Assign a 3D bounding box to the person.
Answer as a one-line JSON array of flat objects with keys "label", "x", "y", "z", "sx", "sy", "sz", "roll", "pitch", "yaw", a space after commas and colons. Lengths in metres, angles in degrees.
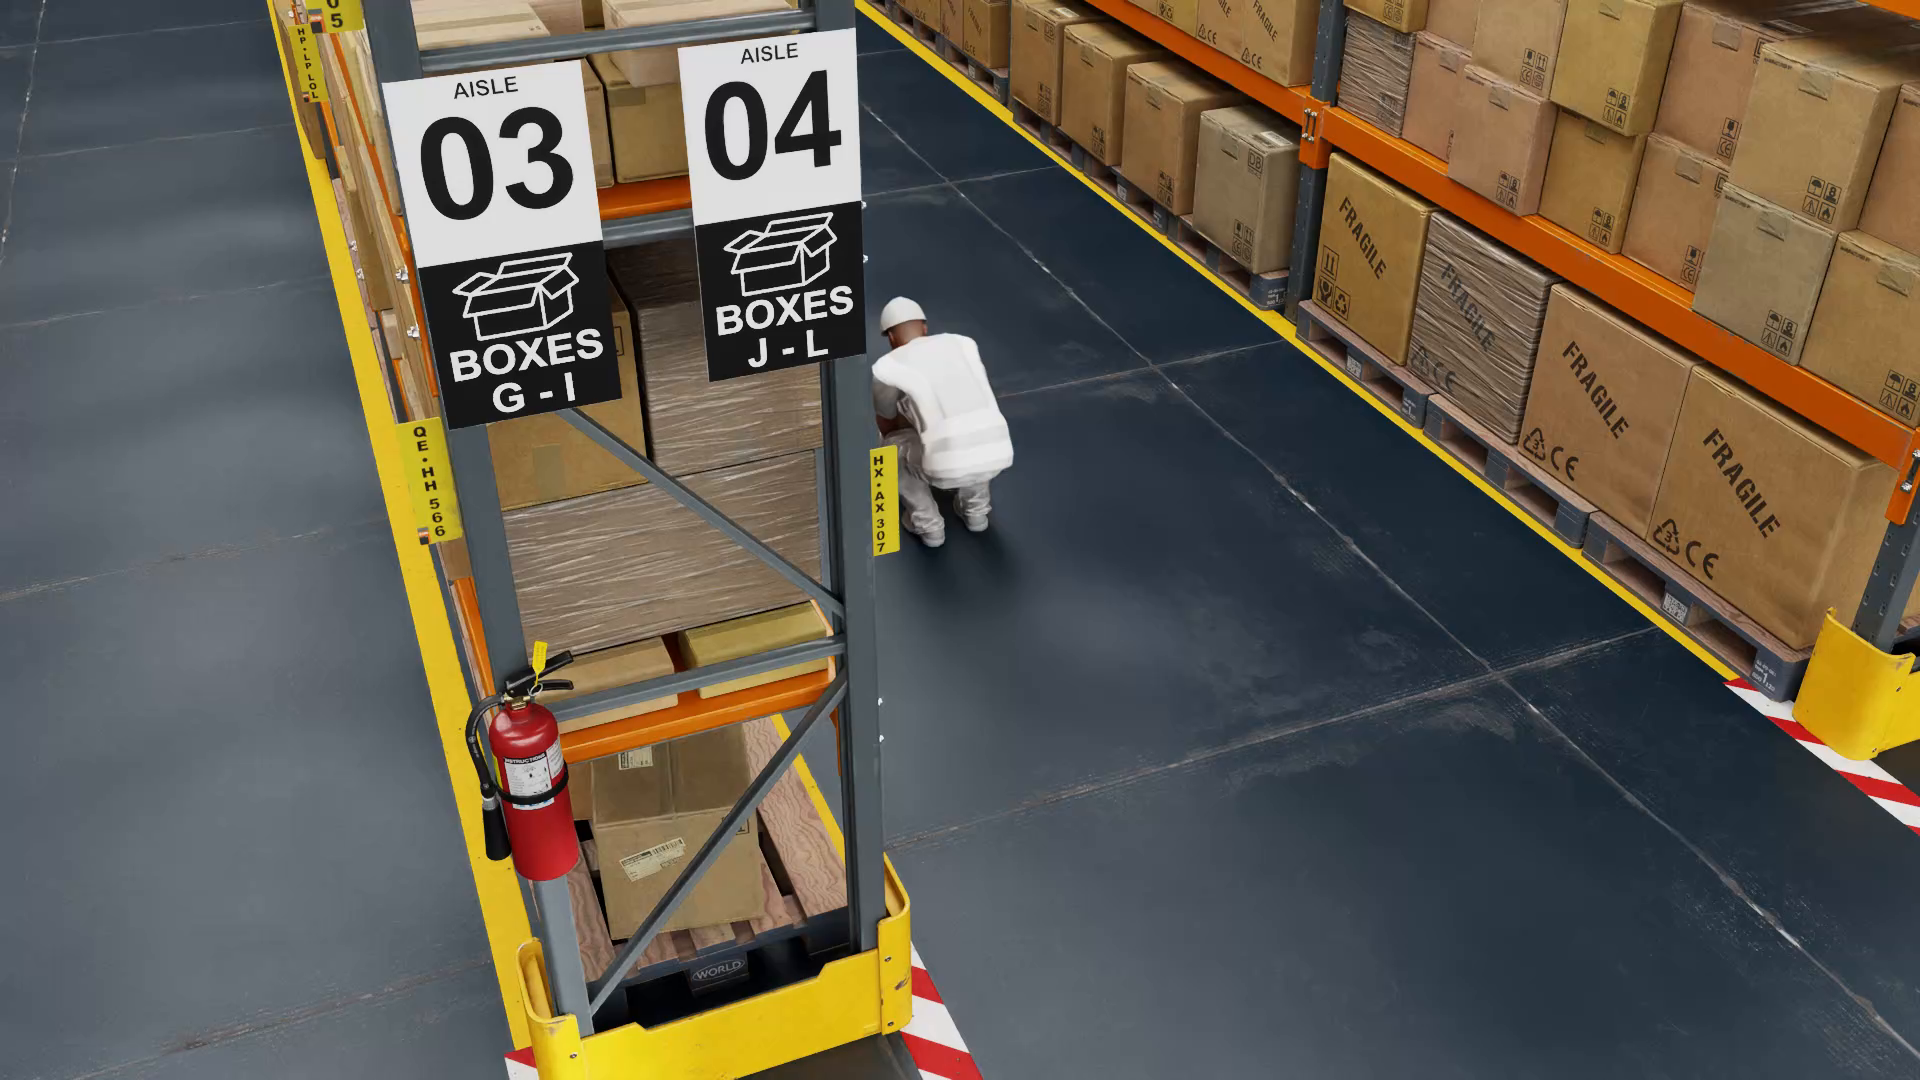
[{"label": "person", "x": -0.122, "y": -0.542, "z": 7.672, "sx": 0.556, "sy": 1.003, "sz": 0.908, "roll": -14, "pitch": 36, "yaw": -20}]
